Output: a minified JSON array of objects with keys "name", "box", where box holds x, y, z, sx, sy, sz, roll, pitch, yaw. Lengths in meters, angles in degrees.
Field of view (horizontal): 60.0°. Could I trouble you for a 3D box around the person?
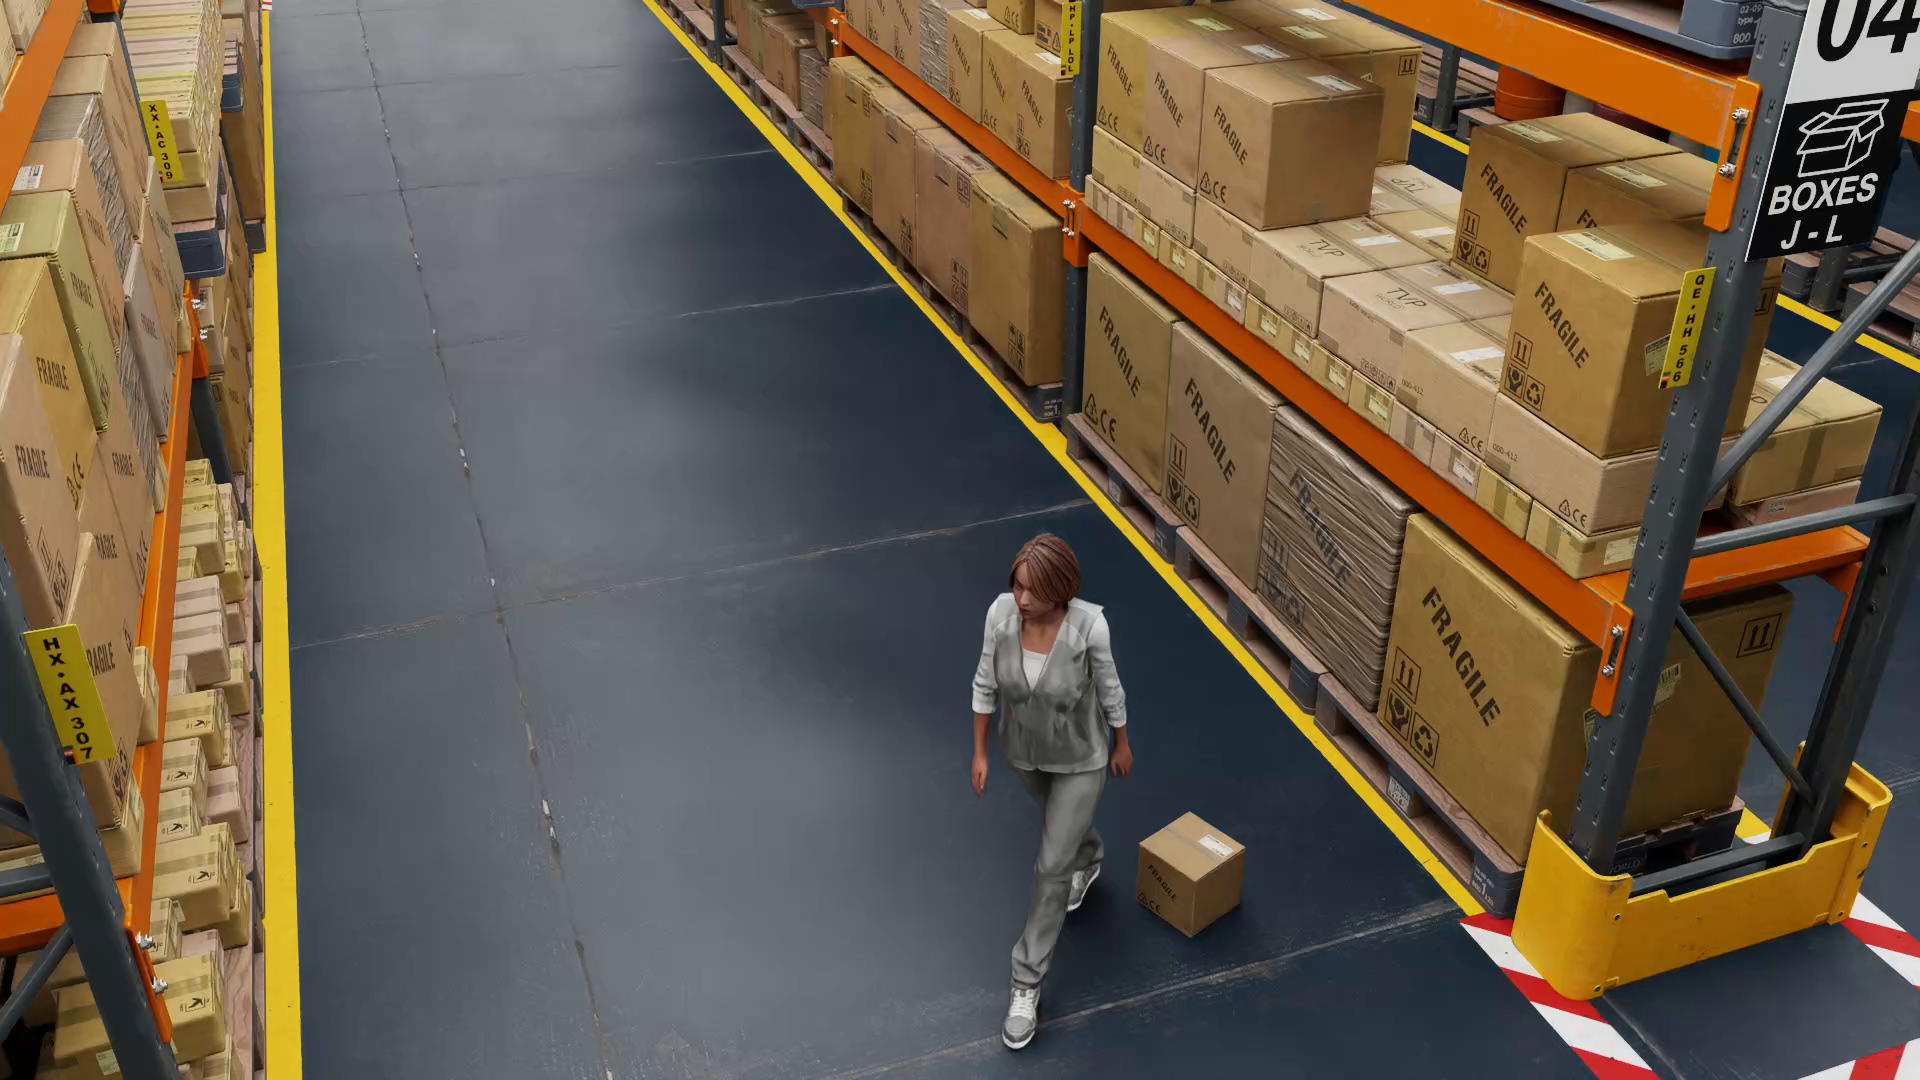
[{"name":"person","box":[0.247,0.648,5.014,0.442,1.546,0.877,16,34,25]}]
